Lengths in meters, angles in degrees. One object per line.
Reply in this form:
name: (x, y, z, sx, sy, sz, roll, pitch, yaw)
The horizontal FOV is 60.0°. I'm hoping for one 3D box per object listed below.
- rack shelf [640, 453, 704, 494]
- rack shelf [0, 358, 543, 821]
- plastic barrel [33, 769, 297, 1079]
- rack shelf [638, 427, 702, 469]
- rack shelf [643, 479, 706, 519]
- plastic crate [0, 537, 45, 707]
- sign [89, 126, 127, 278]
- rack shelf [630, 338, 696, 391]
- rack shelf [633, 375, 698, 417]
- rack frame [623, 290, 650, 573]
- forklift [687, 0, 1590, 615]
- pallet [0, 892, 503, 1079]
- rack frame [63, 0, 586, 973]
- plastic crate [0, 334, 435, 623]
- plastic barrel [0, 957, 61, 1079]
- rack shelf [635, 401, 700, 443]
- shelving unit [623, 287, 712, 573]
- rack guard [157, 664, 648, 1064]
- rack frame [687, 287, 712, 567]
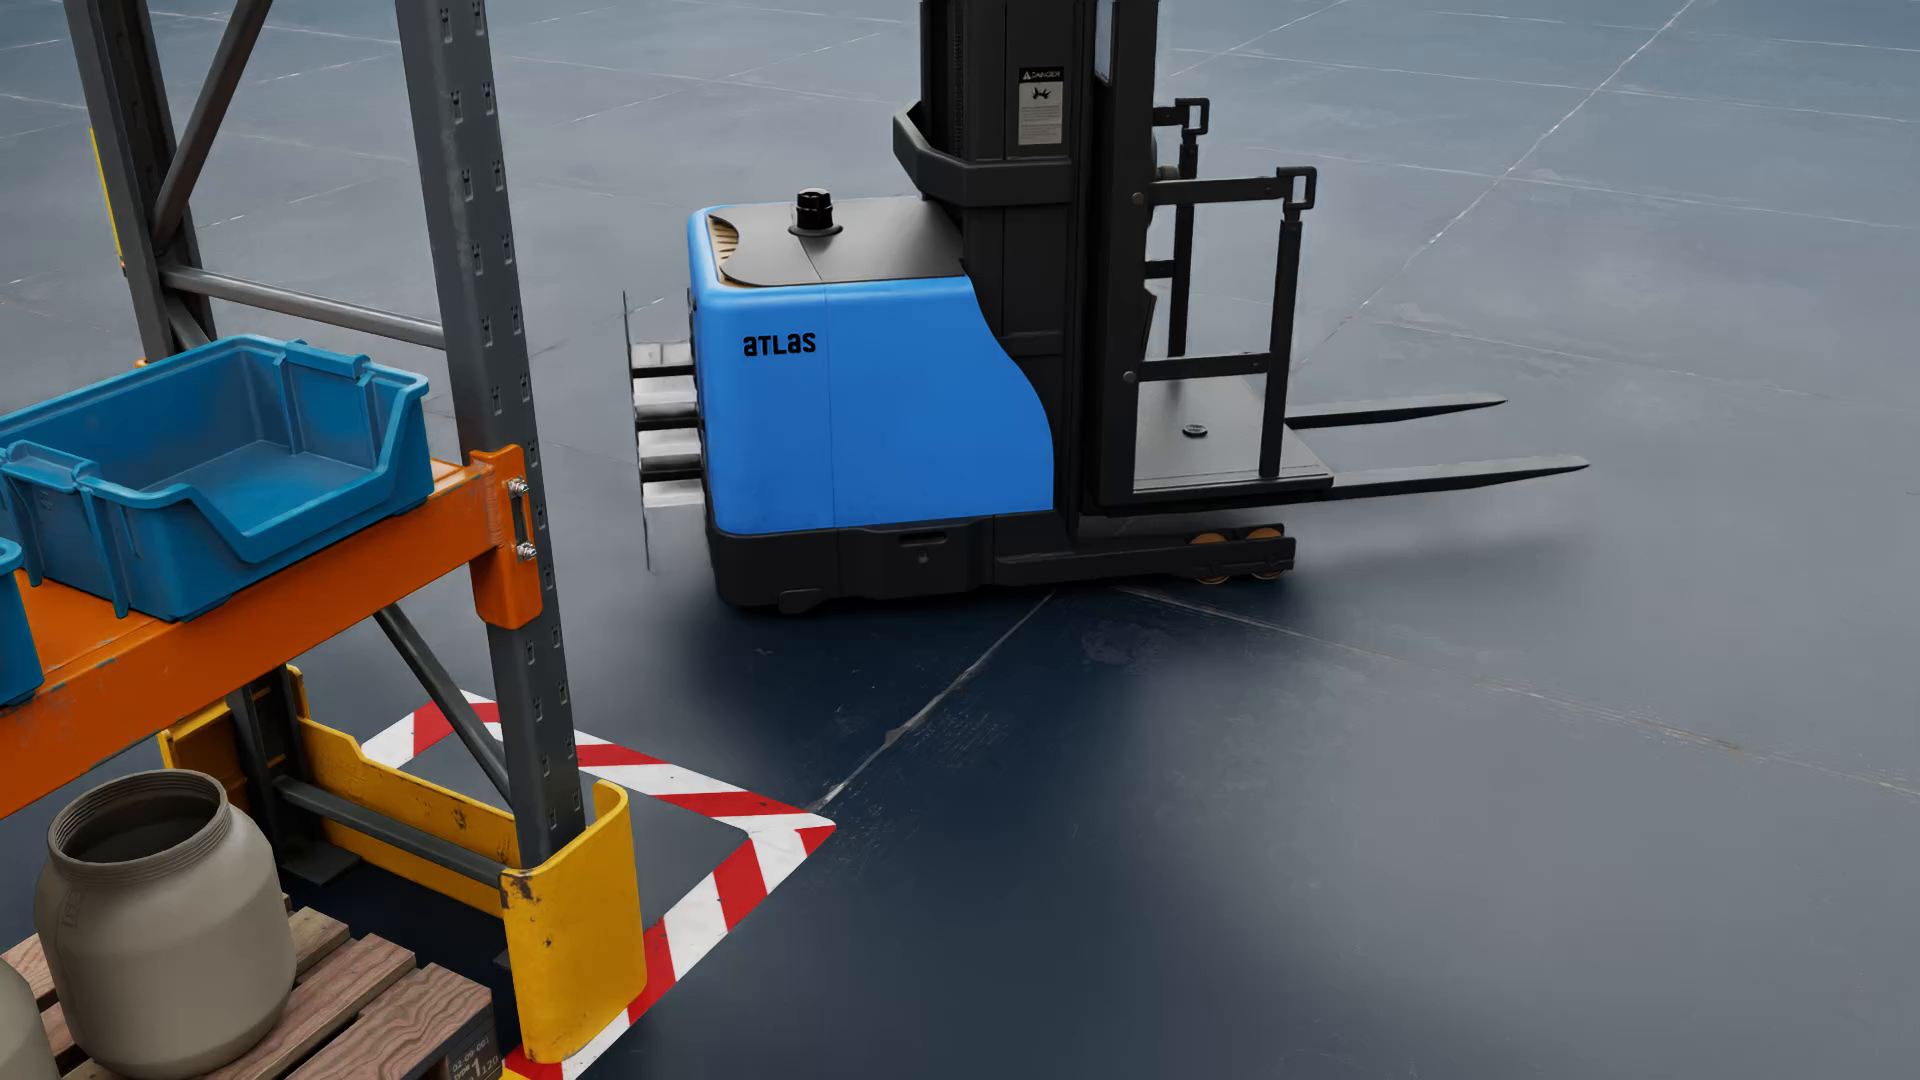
rack shelf: (-0.957, -0.245, 5.510, 0.200, 0.077, 0.258, -5, 27, -10)
rack shelf: (-2.263, 0.647, 1.910, 1.077, 0.370, 4.000, 14, 30, 26)
plastic barrel: (-1.536, 0.744, 3.223, 0.421, 0.512, 0.421, 0, 27, 0)
rack shelf: (-0.957, -0.326, 5.470, 0.200, 0.077, 0.258, -5, 27, -10)
rack shelf: (-0.957, -0.165, 5.550, 0.200, 0.077, 0.258, -5, 27, -10)
plastic crate: (-1.589, 0.125, 2.315, 0.499, 0.251, 0.408, 14, 30, 26)
sign: (-1.756, -0.701, 3.489, 0.100, 0.325, 0.005, 14, 30, 26)
rack shelf: (-0.957, -0.567, 5.349, 0.200, 0.077, 0.258, -5, 27, -10)
rack shelf: (-0.957, -0.487, 5.389, 0.200, 0.077, 0.258, -5, 27, -10)
rack frame: (-1.057, -0.347, 5.438, 0.006, 0.900, 0.240, -5, 27, -10)
forklift: (0.641, -1.391, 5.254, 3.031, 2.935, 1.130, -5, 27, -10)
pallet: (-1.680, 1.148, 3.220, 1.003, 0.211, 1.213, 14, 30, 26)
rack frame: (-1.279, -0.454, 3.306, 1.000, 3.000, 0.127, 14, 30, 26)
plastic crate: (-1.265, -0.127, 2.818, 0.499, 0.251, 0.616, 14, 30, 26)
plastic barrel: (-1.783, 0.939, 2.833, 0.421, 0.512, 0.421, 0, 27, 0)
rack shelf: (-0.957, -0.406, 5.430, 0.200, 0.077, 0.258, -5, 27, -10)
shelving unit: (-0.957, -0.356, 5.455, 0.210, 0.900, 0.258, -5, 27, -10)
rack guard: (-1.276, 0.704, 3.786, 1.175, 0.500, 0.348, 14, 30, 26)
rack frame: (-0.858, -0.364, 5.472, 0.006, 0.900, 0.240, -5, 27, -10)
